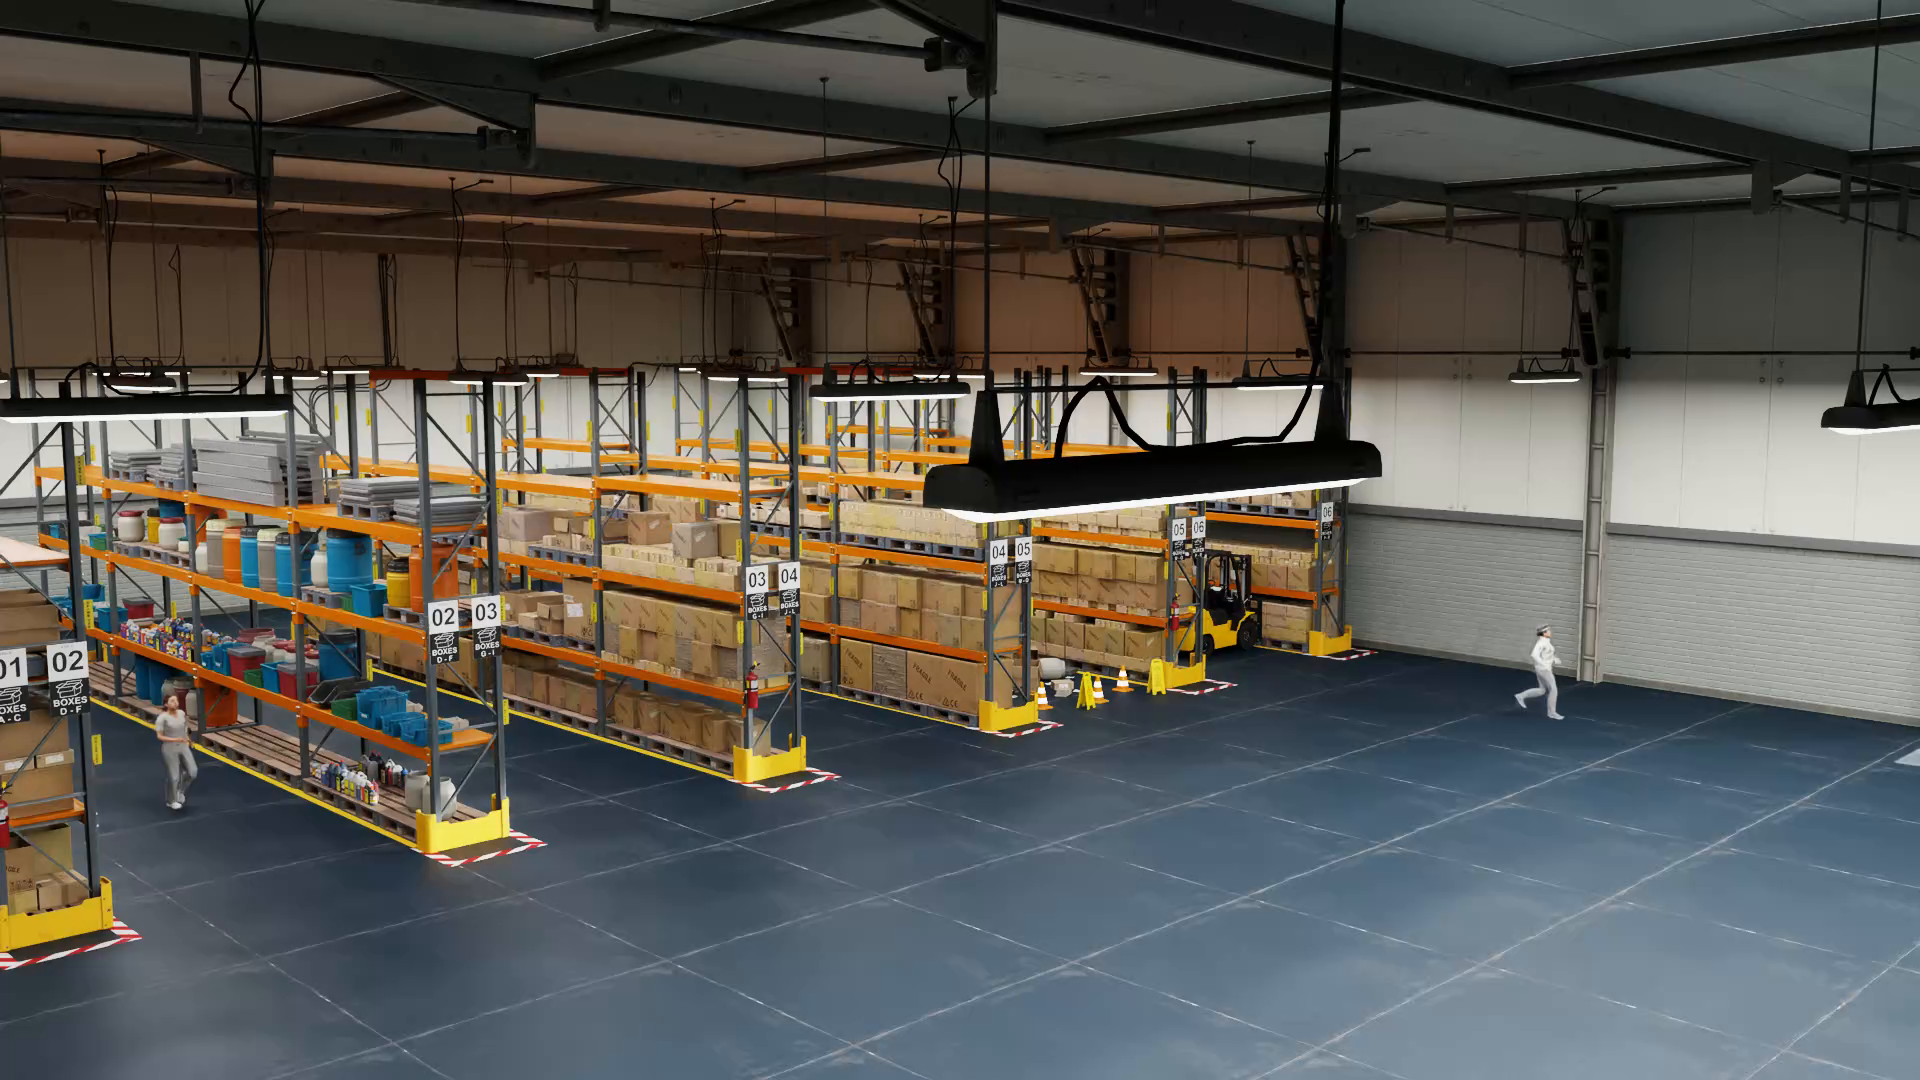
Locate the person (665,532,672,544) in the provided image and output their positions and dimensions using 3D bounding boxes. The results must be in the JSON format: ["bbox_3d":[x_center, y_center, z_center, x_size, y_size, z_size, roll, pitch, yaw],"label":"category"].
[{"bbox_3d":[-7.631,0.586,43.782,0.590,1.716,0.730,6,9,43],"label":"person"}]

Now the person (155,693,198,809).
[{"bbox_3d":[-10.823,2.924,23.012,0.582,1.625,0.549,4,8,33],"label":"person"}]

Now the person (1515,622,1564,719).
[{"bbox_3d":[10.074,2.261,28.835,0.826,1.694,0.618,2,7,16],"label":"person"}]
